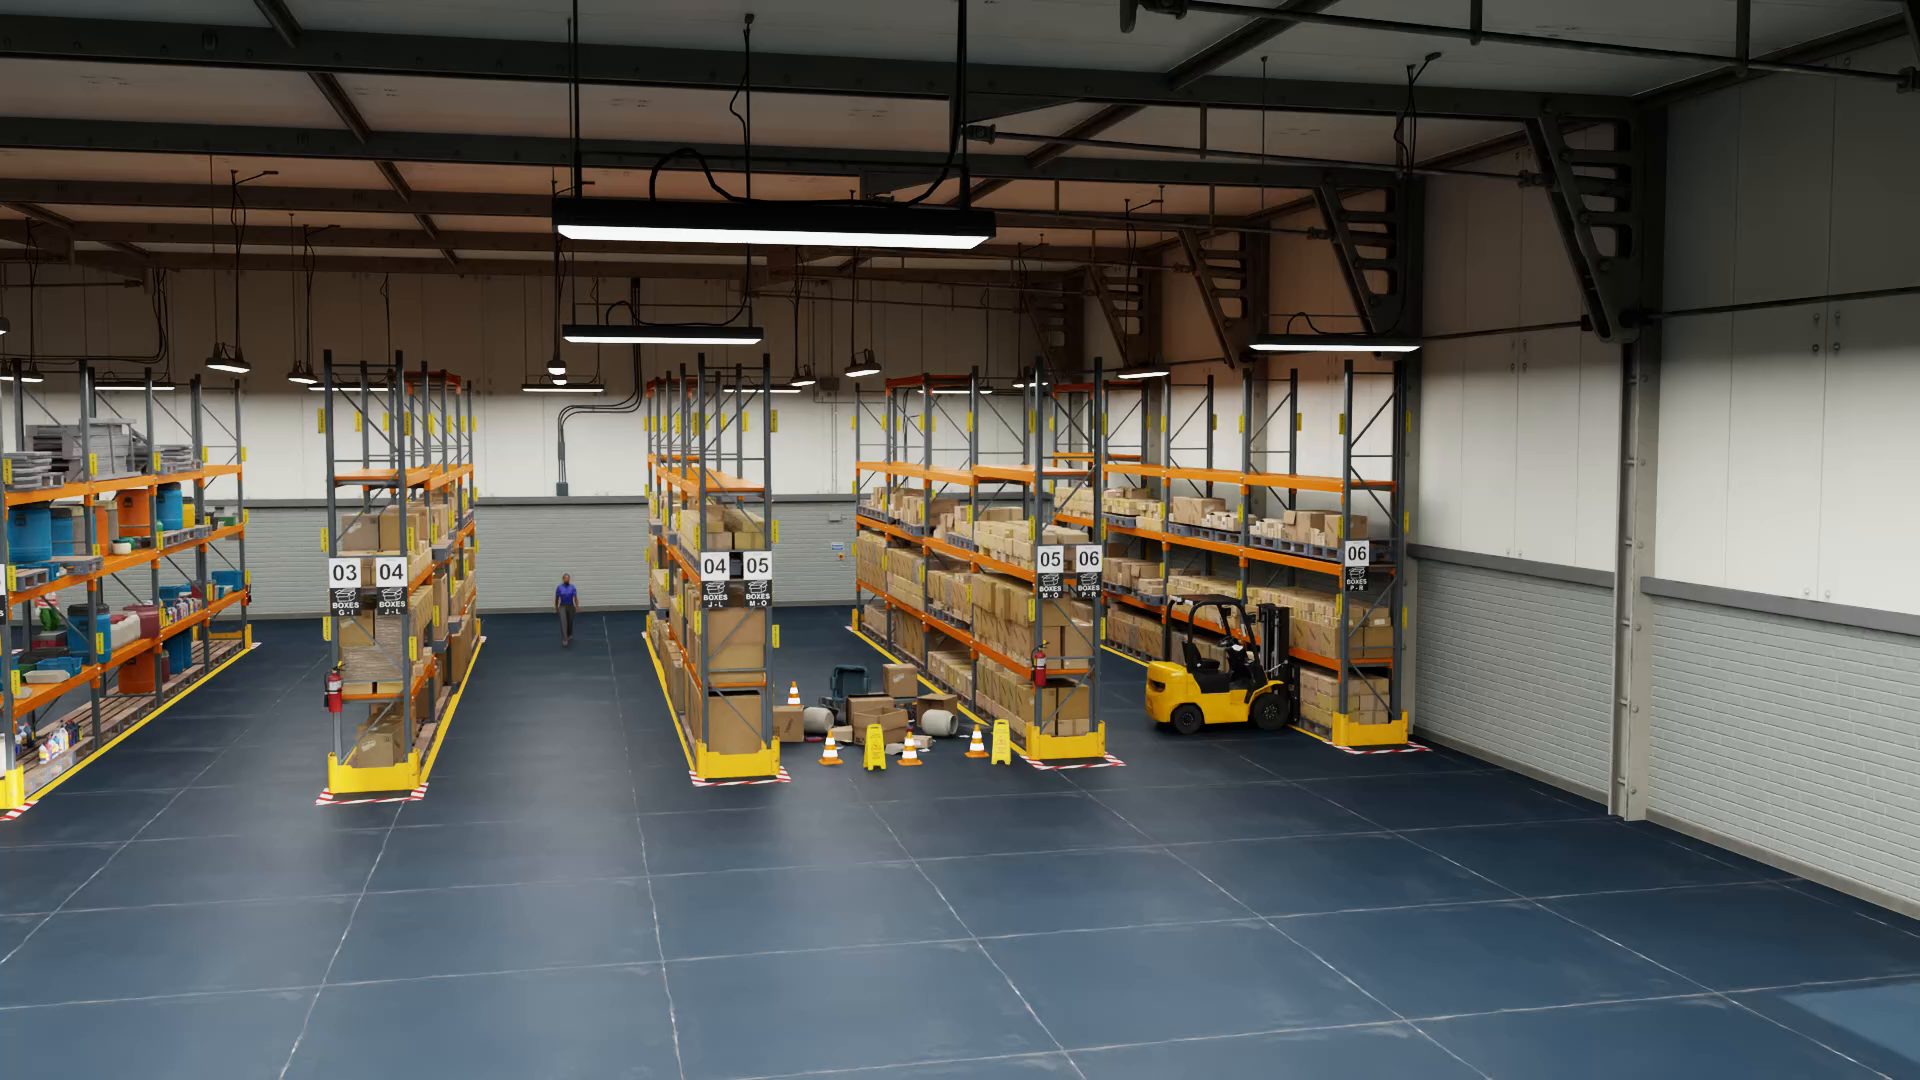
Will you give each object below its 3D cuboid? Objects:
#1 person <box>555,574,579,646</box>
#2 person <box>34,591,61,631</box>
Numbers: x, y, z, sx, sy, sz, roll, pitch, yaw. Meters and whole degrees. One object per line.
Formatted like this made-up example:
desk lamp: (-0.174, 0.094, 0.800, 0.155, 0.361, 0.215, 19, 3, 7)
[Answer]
person: (-8.929, 1.557, 37.785, 0.521, 1.594, 1.033, -1, 4, -16)
person: (-20.355, 1.527, 37.017, 0.735, 1.778, 0.543, 2, 5, 31)
